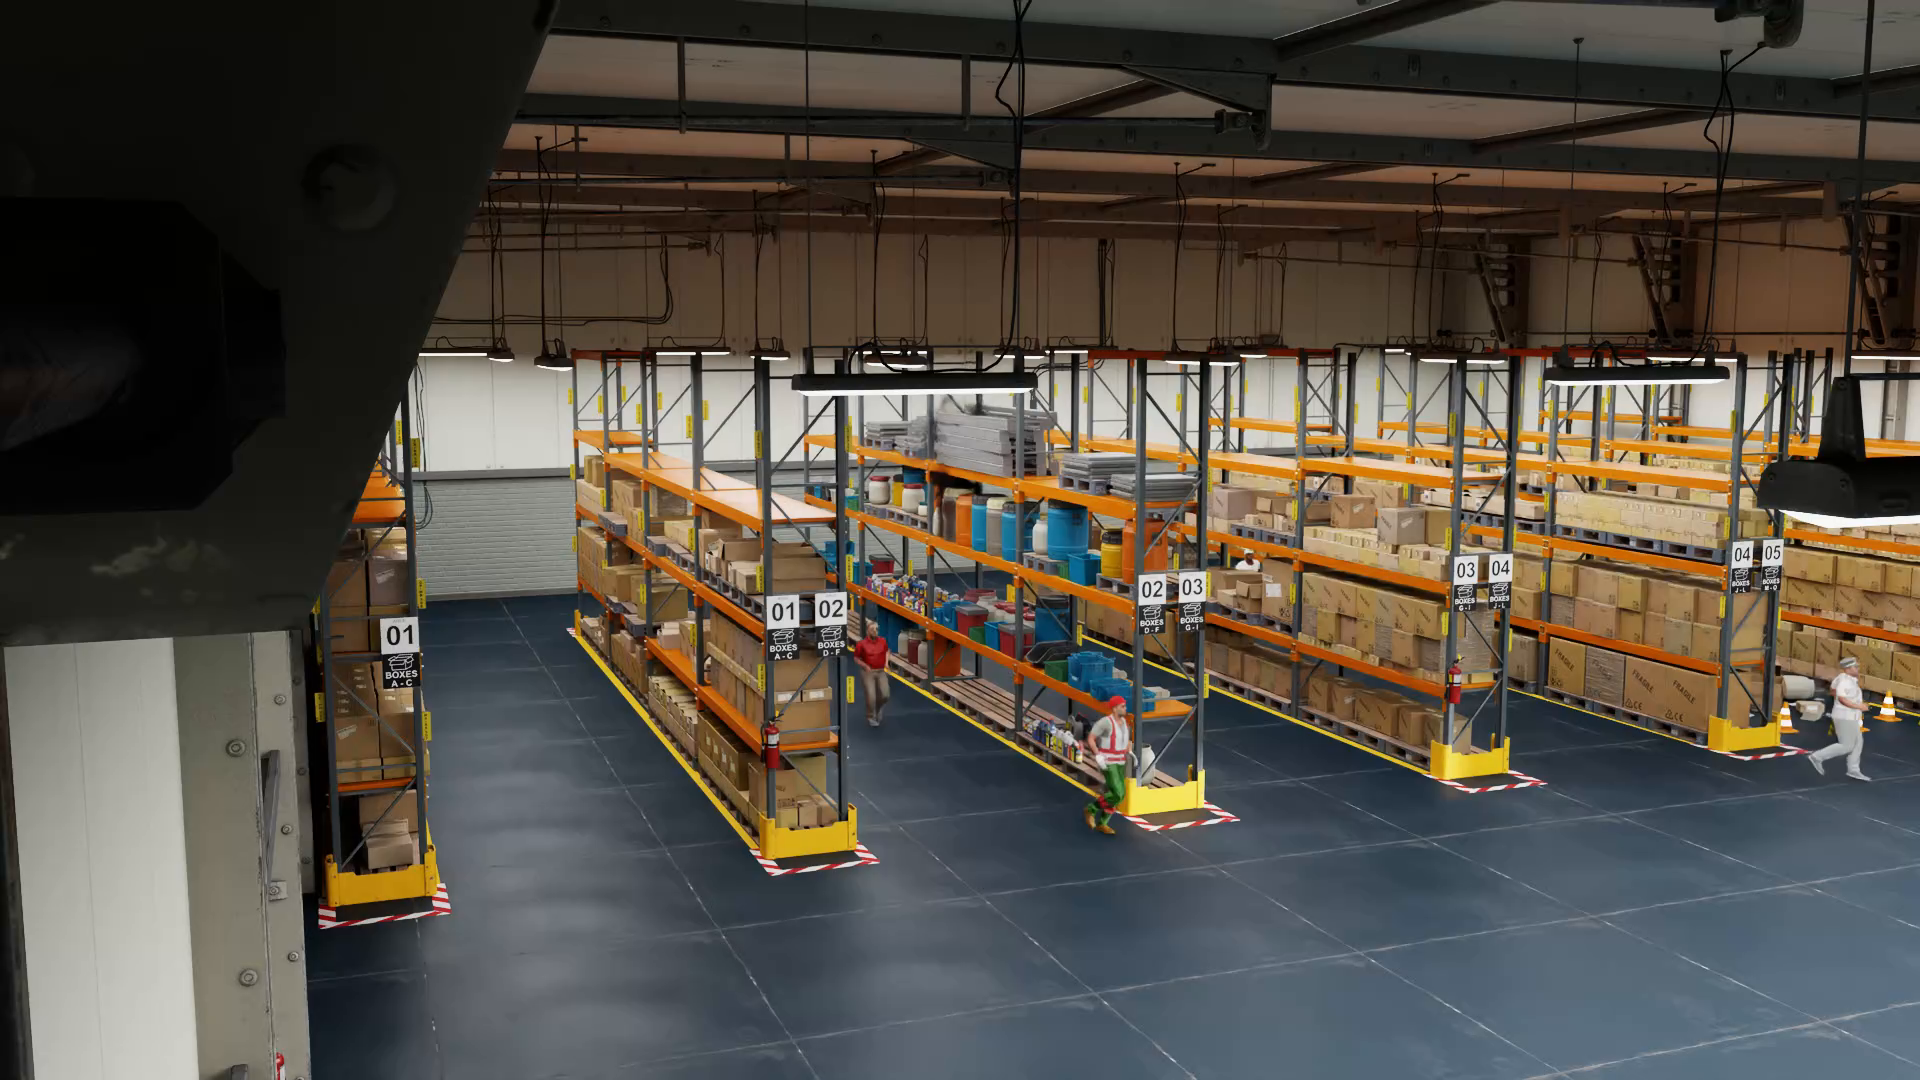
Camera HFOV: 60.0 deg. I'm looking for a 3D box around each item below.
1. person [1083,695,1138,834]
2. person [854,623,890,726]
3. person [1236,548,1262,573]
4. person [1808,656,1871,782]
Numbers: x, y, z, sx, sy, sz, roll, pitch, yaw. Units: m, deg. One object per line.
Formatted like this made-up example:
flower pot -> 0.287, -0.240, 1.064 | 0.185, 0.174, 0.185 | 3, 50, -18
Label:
person -> 1.964, 2.843, 21.192 | 0.560, 1.729, 0.701 | 6, 9, 39
person -> -1.370, 2.171, 26.739 | 0.638, 1.681, 0.586 | -3, 8, -22
person -> 6.240, 1.018, 35.731 | 0.731, 1.712, 0.782 | -2, 7, -16
person -> 12.542, 2.531, 23.628 | 0.829, 1.796, 0.679 | 3, 8, 24
